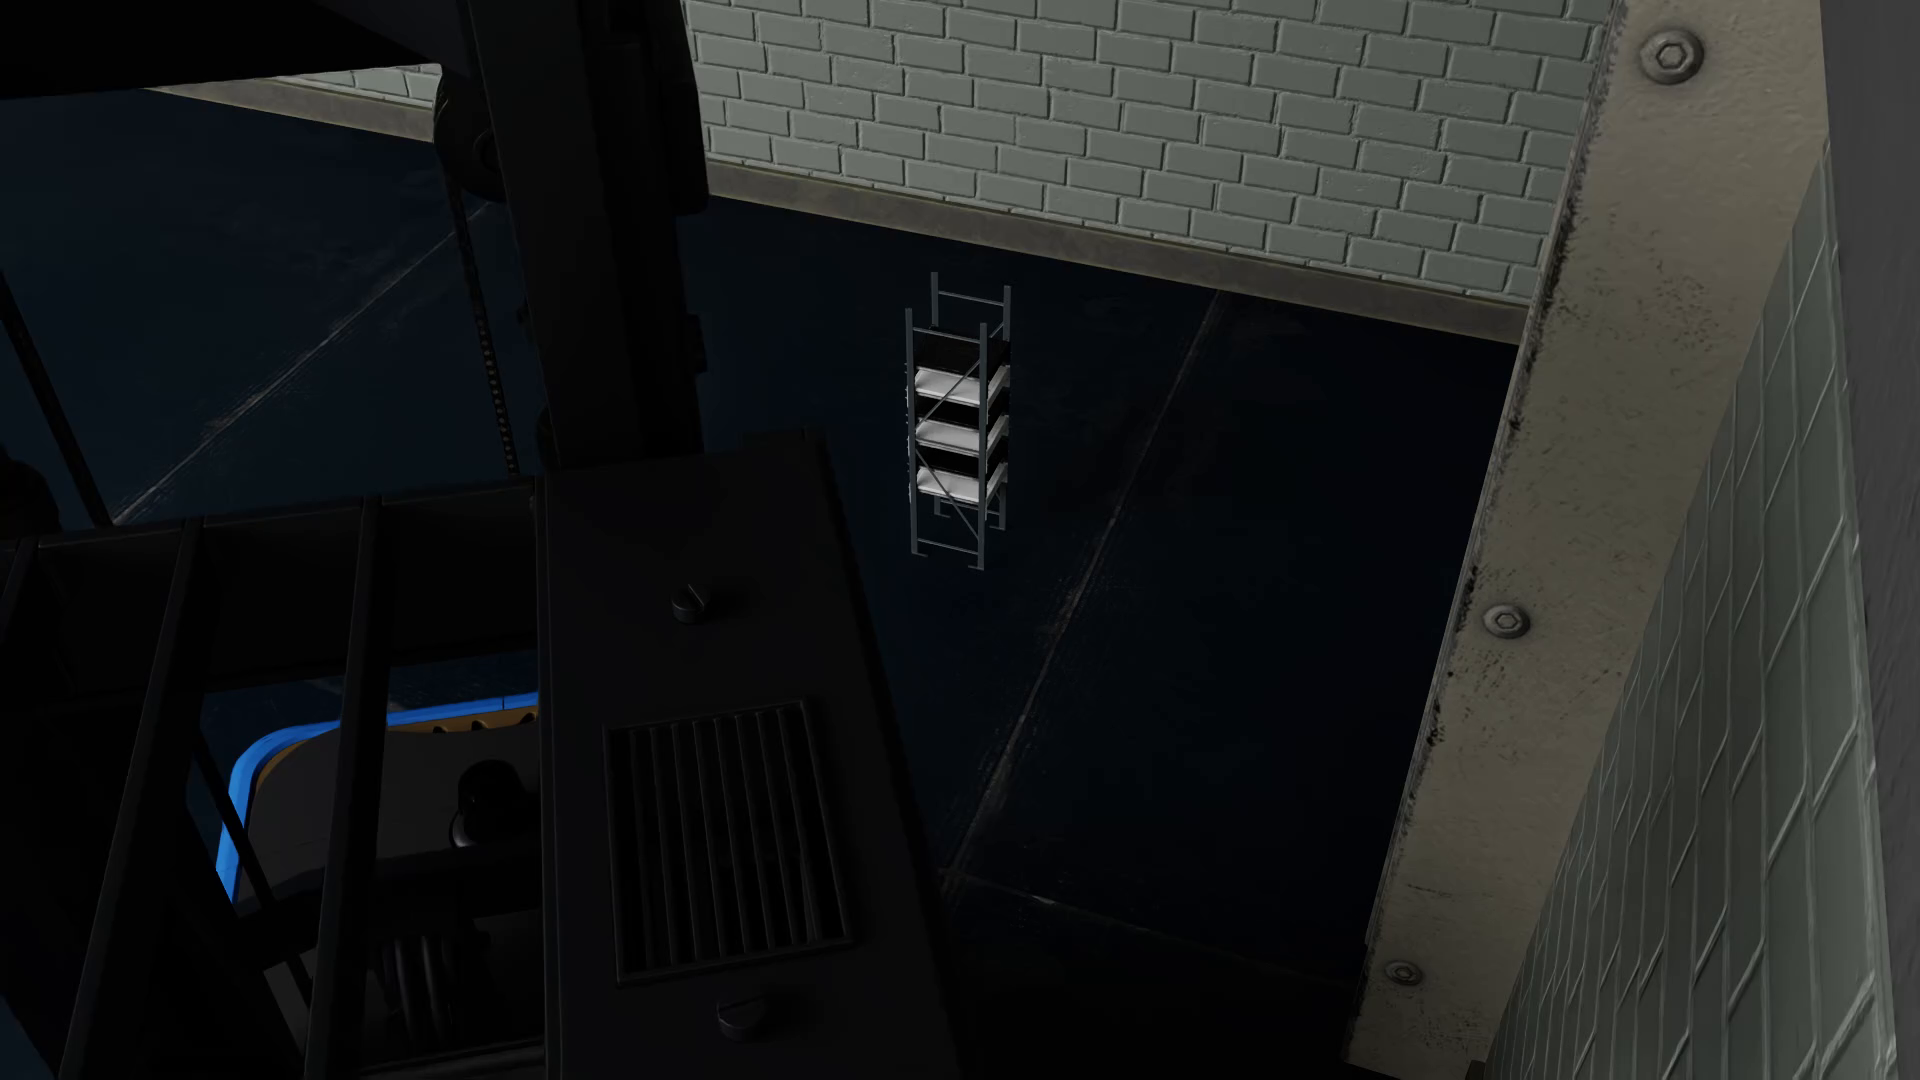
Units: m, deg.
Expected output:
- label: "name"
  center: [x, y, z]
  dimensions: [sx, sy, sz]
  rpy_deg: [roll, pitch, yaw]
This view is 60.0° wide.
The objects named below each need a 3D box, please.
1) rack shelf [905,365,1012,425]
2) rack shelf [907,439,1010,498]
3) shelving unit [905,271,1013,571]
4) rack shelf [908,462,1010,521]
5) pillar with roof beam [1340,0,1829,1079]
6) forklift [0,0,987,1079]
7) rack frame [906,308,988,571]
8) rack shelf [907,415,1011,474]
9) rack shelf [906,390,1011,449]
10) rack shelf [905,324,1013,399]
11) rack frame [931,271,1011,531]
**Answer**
- label: "rack shelf"
  center: [-0.003, -0.449, 4.857]
  dimensions: [0.258, 0.077, 0.200]
  rpy_deg: [13, 42, 15]
- label: "rack shelf"
  center: [-0.003, -0.244, 5.032]
  dimensions: [0.258, 0.077, 0.200]
  rpy_deg: [13, 42, 15]
- label: "shelving unit"
  center: [-0.003, -0.337, 4.952]
  dimensions: [0.258, 0.900, 0.210]
  rpy_deg: [13, 42, 15]
- label: "rack shelf"
  center: [-0.003, -0.175, 5.091]
  dimensions: [0.258, 0.077, 0.200]
  rpy_deg: [13, 42, 15]
- label: "pillar with roof beam"
  center: [-2.956, -3.264, 2.143]
  dimensions: [9.100, 9.000, 0.400]
  rpy_deg: [13, 42, 15]
- label: "forklift"
  center: [-0.593, 0.938, 1.892]
  dimensions: [1.130, 2.935, 3.031]
  rpy_deg: [-8, 41, -9]
- label: "rack frame"
  center: [-0.038, -0.275, 4.879]
  dimensions: [0.240, 0.900, 0.006]
  rpy_deg: [13, 42, 15]
- label: "rack shelf"
  center: [-0.003, -0.312, 4.974]
  dimensions: [0.258, 0.077, 0.200]
  rpy_deg: [13, 42, 15]
- label: "rack shelf"
  center: [-0.003, -0.381, 4.915]
  dimensions: [0.258, 0.077, 0.200]
  rpy_deg: [13, 42, 15]
- label: "rack shelf"
  center: [-0.003, -0.517, 4.799]
  dimensions: [0.258, 0.077, 0.200]
  rpy_deg: [13, 42, 15]
- label: "rack frame"
  center: [0.032, -0.399, 5.025]
  dimensions: [0.240, 0.900, 0.006]
  rpy_deg: [13, 42, 15]
